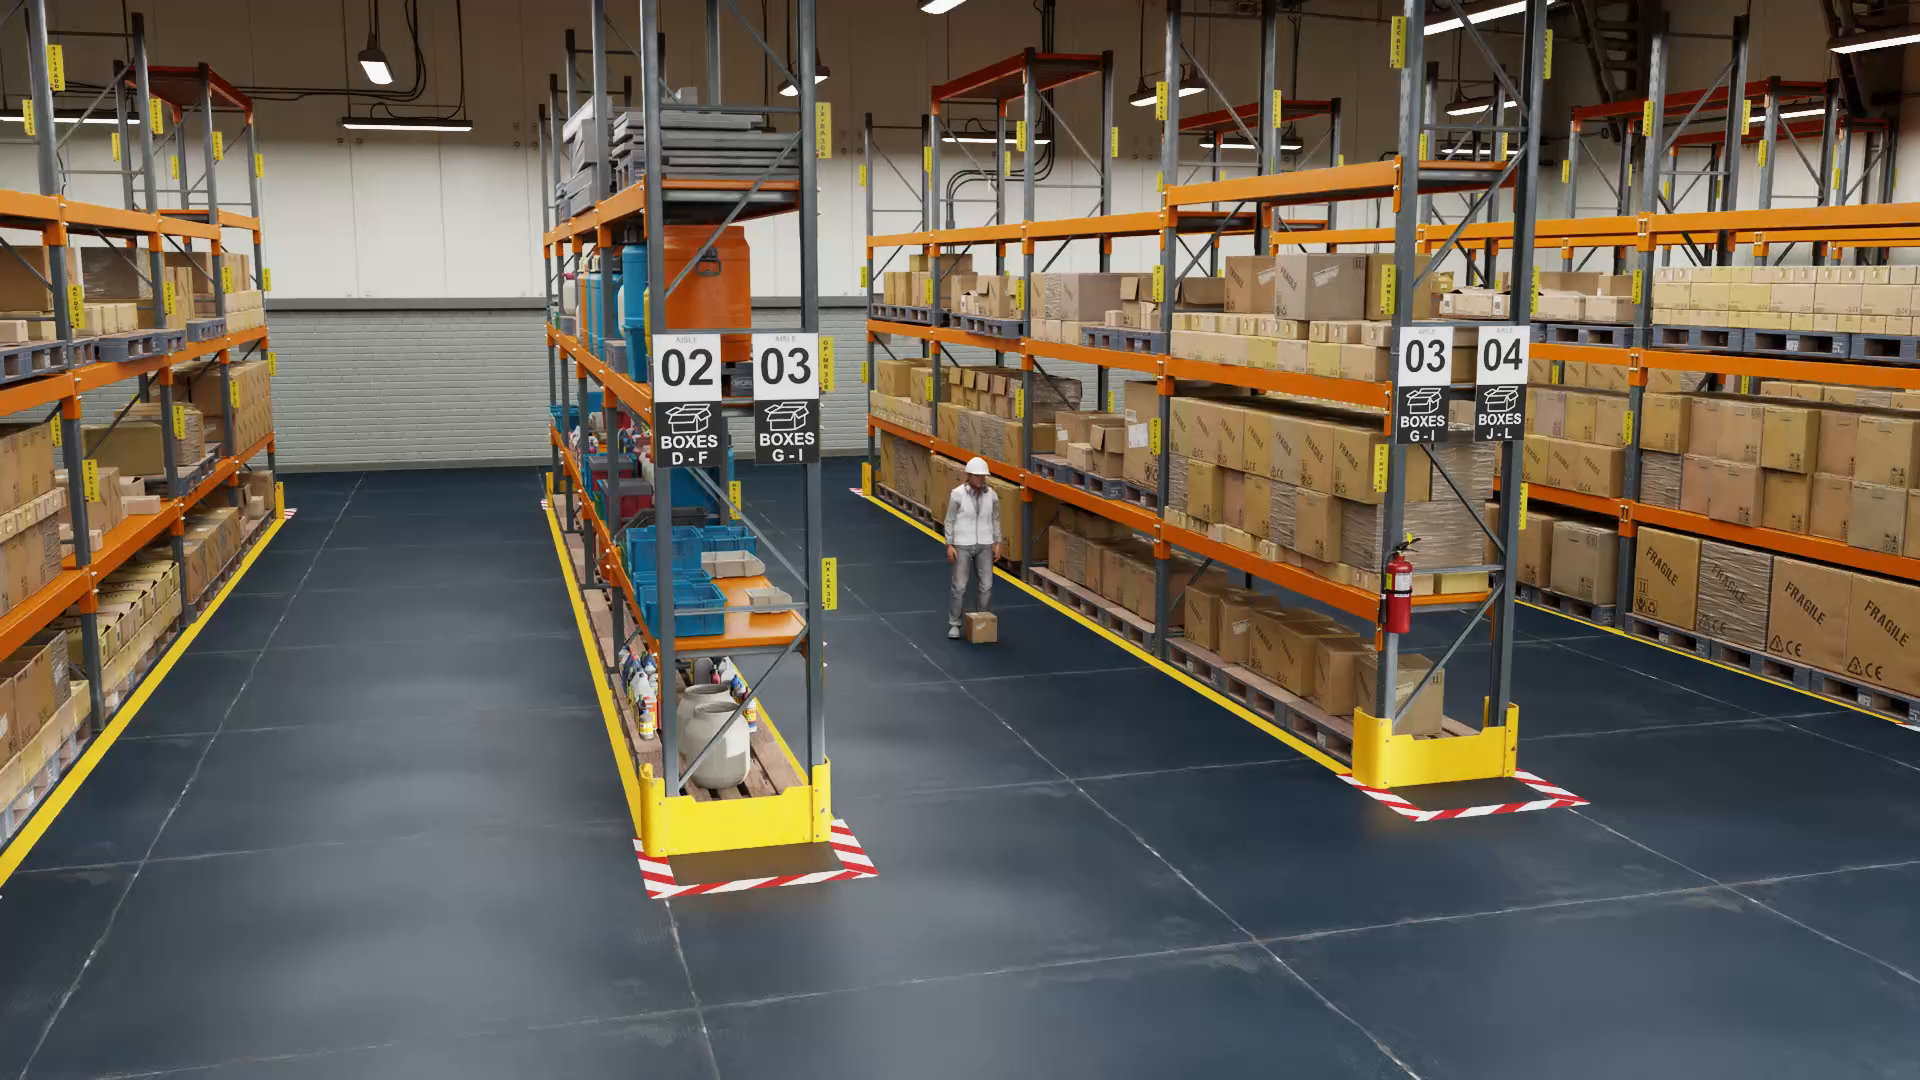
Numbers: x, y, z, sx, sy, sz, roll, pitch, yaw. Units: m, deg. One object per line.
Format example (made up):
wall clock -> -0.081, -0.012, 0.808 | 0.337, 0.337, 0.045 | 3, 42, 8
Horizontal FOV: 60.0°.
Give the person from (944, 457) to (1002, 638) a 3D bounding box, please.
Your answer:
person -> 0.132, 0.064, 16.392 | 0.590, 1.772, 0.459 | -3, 10, -18
